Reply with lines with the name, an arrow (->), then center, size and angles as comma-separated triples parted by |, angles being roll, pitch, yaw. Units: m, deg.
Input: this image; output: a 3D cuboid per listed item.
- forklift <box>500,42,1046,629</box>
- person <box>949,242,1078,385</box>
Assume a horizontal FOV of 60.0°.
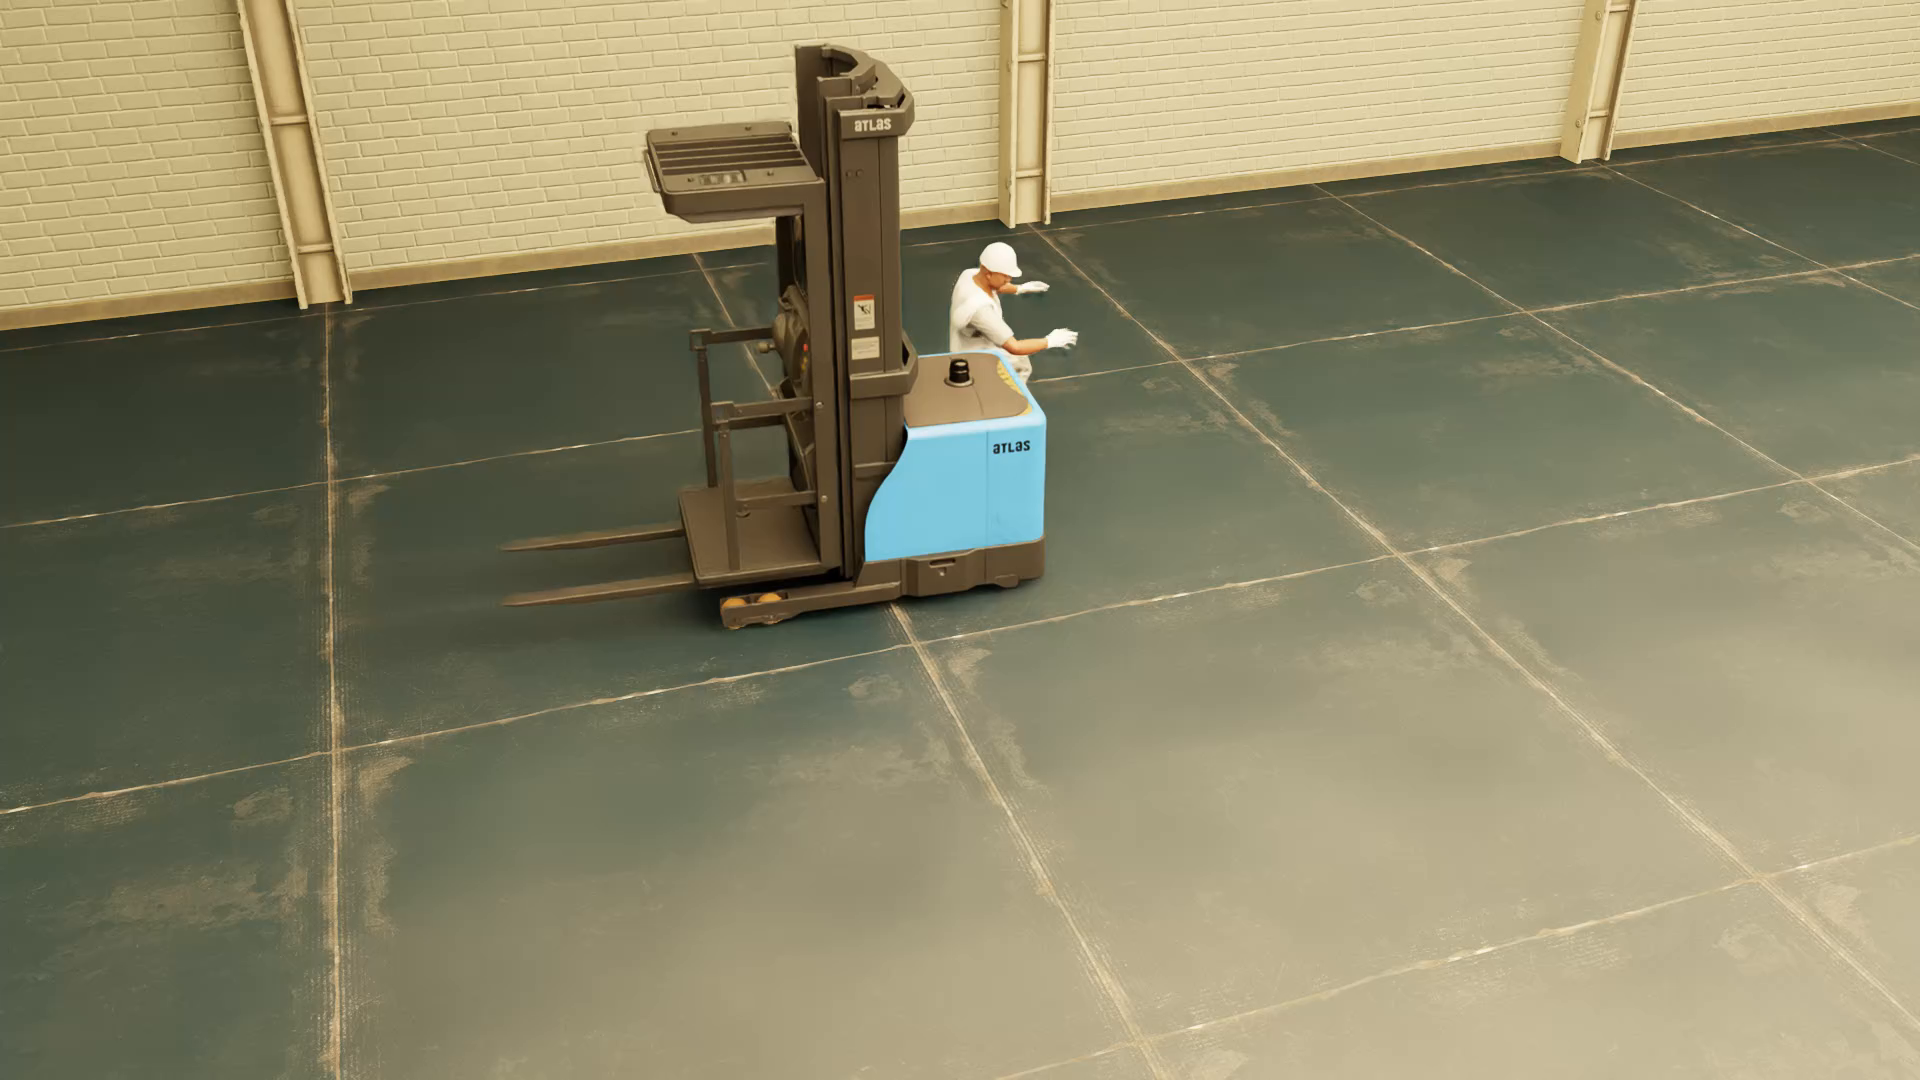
forklift -> -1.087, -1.071, 8.948 | 3.031, 2.935, 1.130 | -7, 31, -12
person -> 0.325, -1.153, 10.504 | 0.790, 1.565, 1.018 | -1, 30, -1
